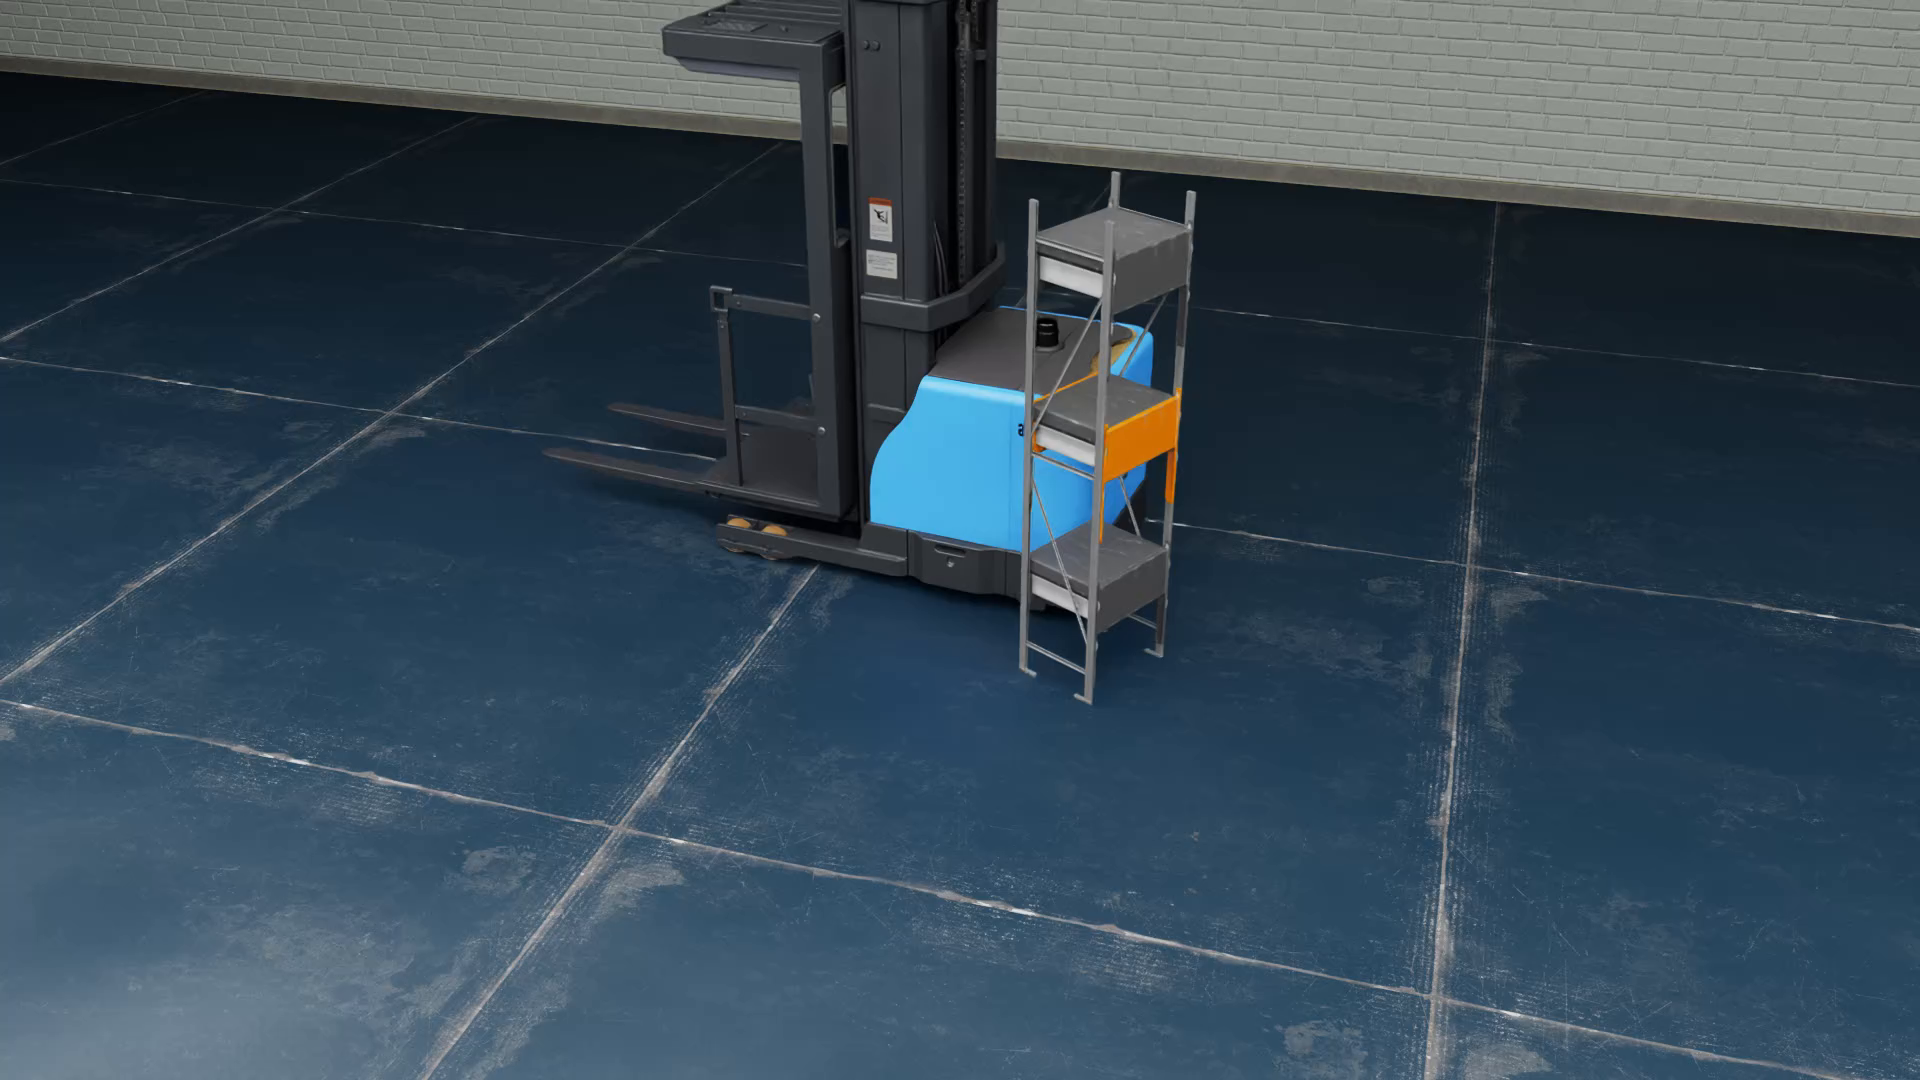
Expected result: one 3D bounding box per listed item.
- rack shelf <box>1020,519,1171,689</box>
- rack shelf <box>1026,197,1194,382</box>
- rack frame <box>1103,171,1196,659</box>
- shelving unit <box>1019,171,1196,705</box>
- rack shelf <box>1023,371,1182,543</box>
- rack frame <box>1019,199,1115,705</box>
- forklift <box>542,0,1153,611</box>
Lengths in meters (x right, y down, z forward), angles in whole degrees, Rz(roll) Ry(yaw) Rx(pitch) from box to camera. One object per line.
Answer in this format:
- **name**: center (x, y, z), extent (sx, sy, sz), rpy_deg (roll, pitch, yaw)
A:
- **rack shelf**: center (0.576, 0.245, 7.117), extent (0.431, 0.518, 0.480), rpy_deg (25, 38, 37)
- **rack shelf**: center (0.577, -0.978, 6.435), extent (0.431, 0.518, 0.480), rpy_deg (25, 38, 37)
- **rack frame**: center (0.744, -0.464, 6.924), extent (0.400, 2.100, 0.015), rpy_deg (25, 38, 37)
- **shelving unit**: center (0.576, -0.378, 6.769), extent (0.431, 2.100, 0.503), rpy_deg (25, 38, 37)
- **rack shelf**: center (0.576, -0.366, 6.776), extent (0.431, 0.518, 0.480), rpy_deg (25, 38, 37)
- **rack frame**: center (0.408, -0.292, 6.615), extent (0.400, 2.100, 0.015), rpy_deg (25, 38, 37)
- **forklift**: center (-0.642, -1.407, 7.764), extent (3.031, 2.935, 1.130), rpy_deg (11, 31, 19)
